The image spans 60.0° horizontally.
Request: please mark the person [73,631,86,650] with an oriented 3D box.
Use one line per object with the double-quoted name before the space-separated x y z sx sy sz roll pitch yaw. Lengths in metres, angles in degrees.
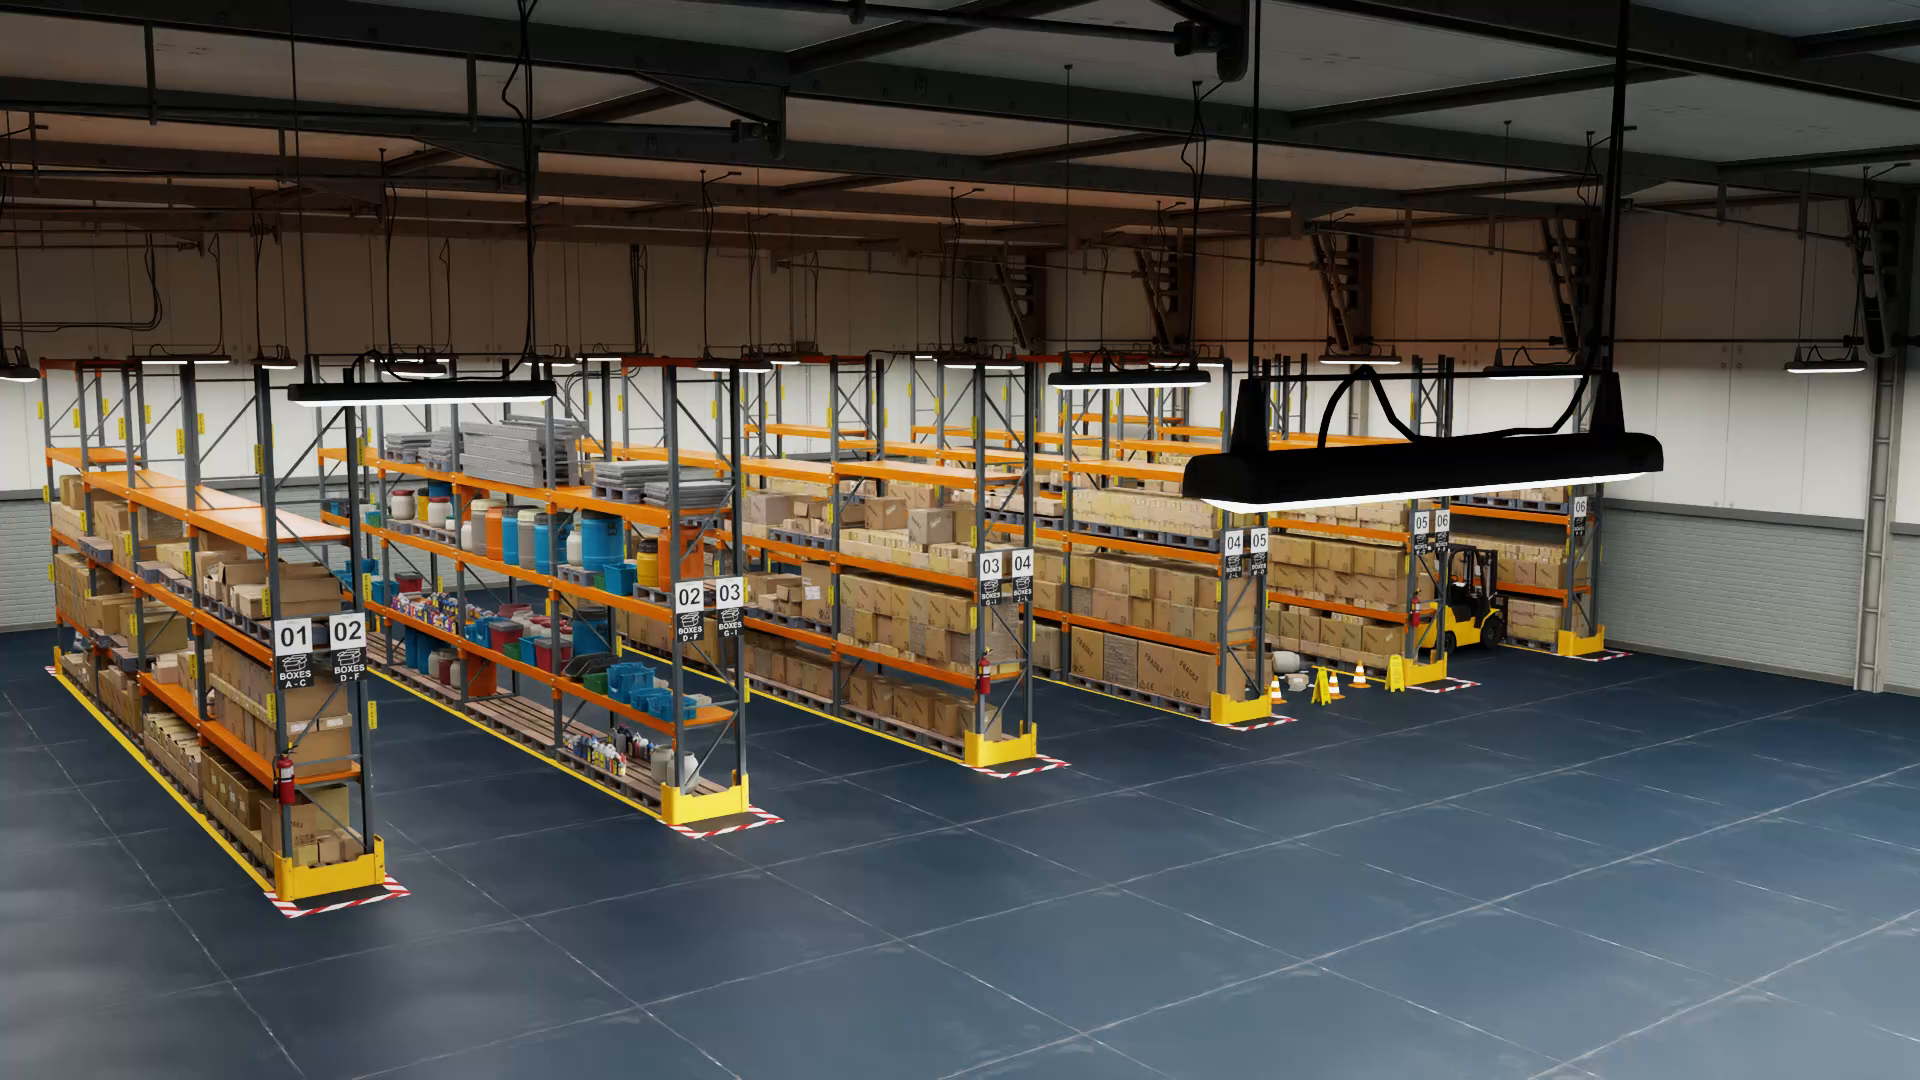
"person" -17.570 1.418 33.558 1.093 1.717 0.568 2 7 19
